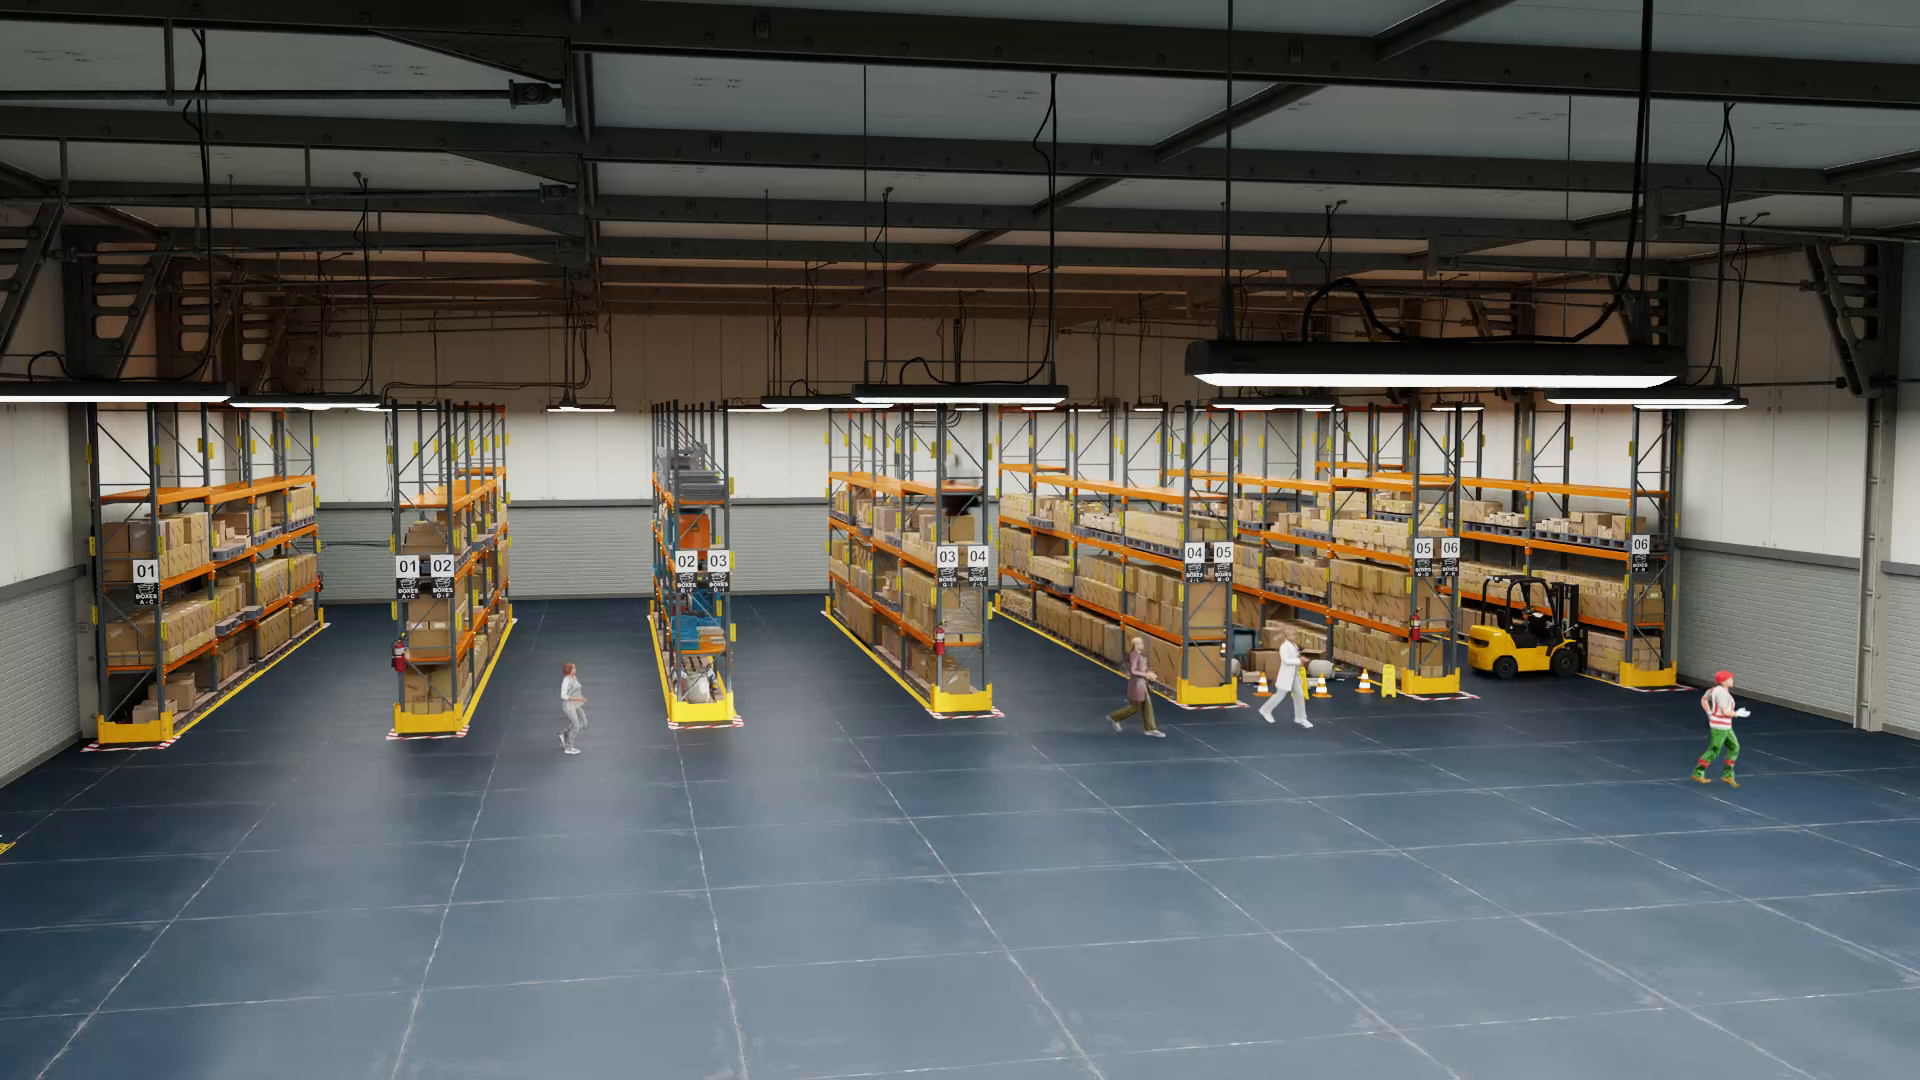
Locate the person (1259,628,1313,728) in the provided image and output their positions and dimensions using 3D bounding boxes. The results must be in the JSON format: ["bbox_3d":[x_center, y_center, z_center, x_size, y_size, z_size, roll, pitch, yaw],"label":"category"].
[{"bbox_3d":[5.993,2.505,30.499,1.039,1.793,0.691,3,5,37],"label":"person"}]

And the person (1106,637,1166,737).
[{"bbox_3d":[3.123,2.650,29.474,1.053,1.683,0.713,1,4,17],"label":"person"}]

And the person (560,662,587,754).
[{"bbox_3d":[-6.529,2.830,28.058,0.551,1.553,0.529,1,4,11],"label":"person"}]

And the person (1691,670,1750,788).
[{"bbox_3d":[11.668,2.910,25.510,0.788,1.836,0.637,2,5,24],"label":"person"}]
